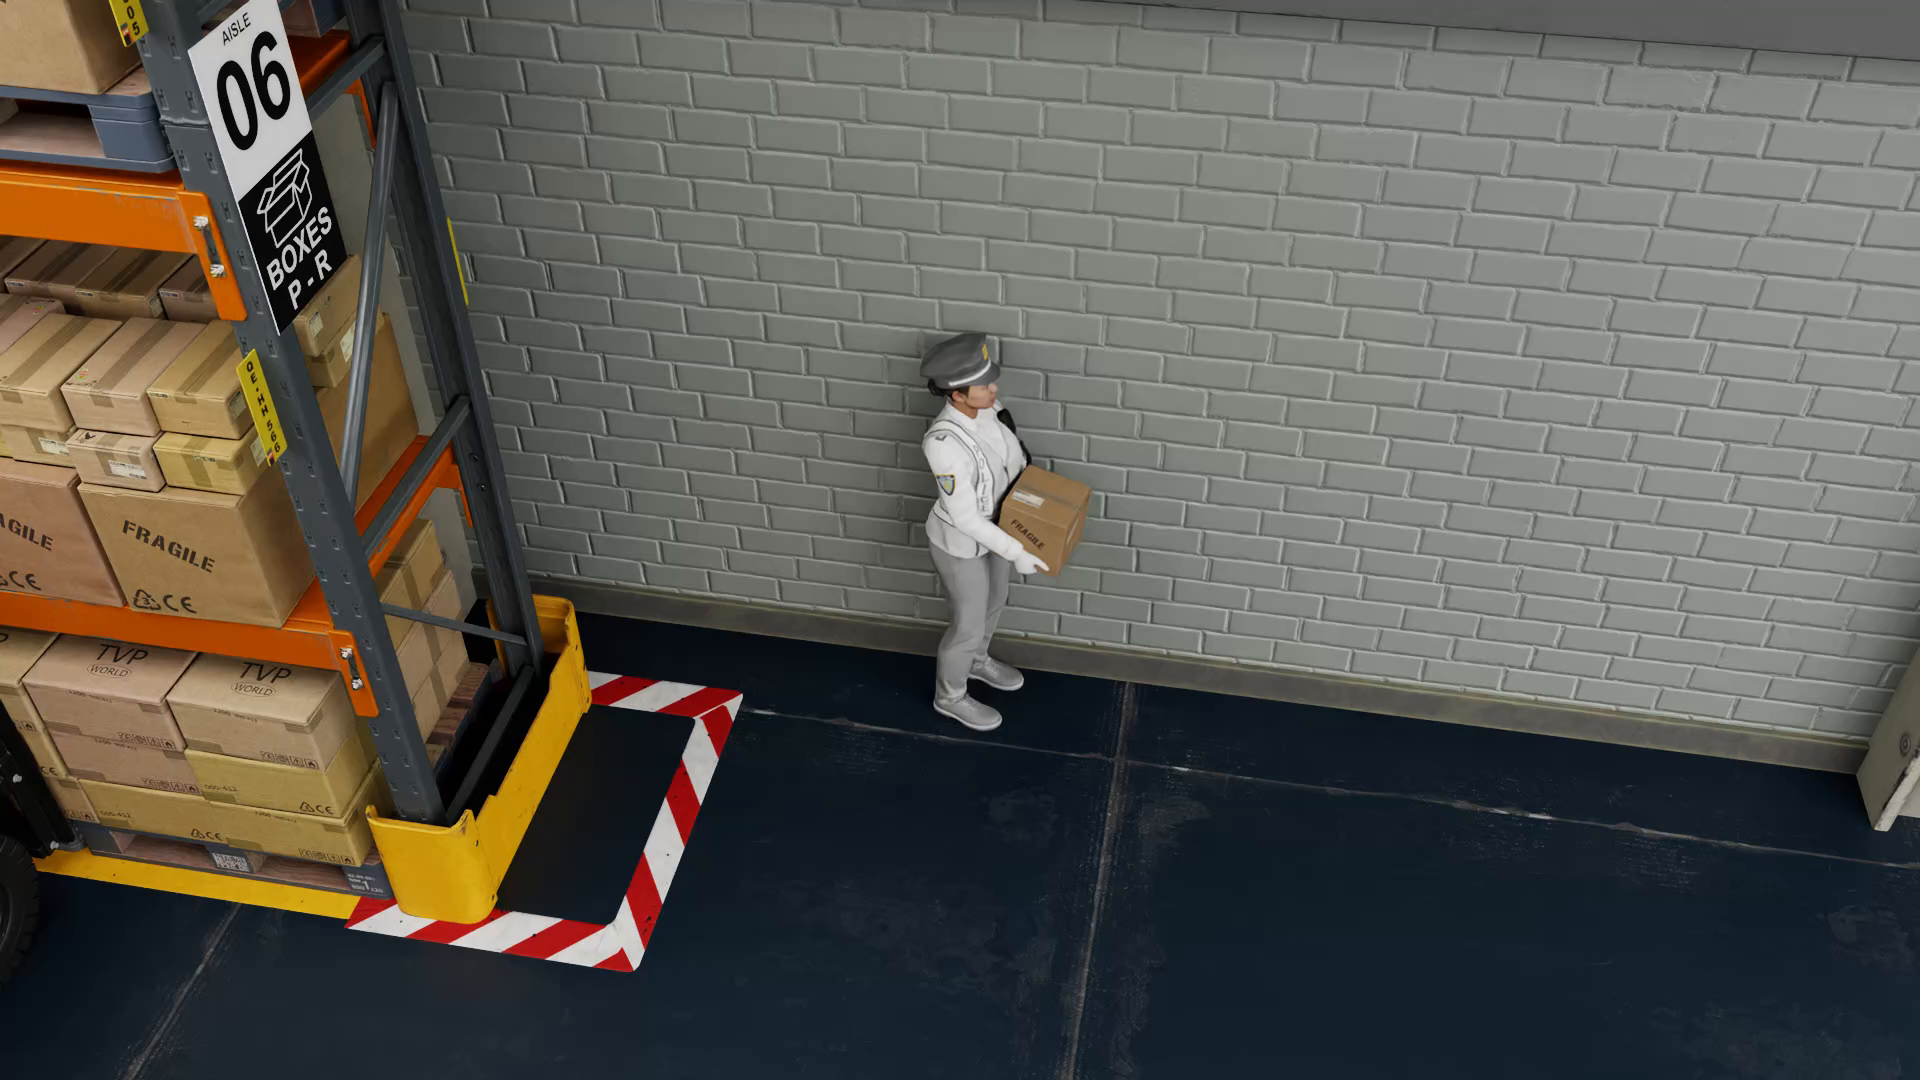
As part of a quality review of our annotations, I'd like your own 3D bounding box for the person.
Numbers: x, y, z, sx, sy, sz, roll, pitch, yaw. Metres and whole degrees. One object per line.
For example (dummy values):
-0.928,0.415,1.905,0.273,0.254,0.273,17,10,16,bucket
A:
0.121,0.003,6.137,0.547,1.689,0.458,16,43,18,person
